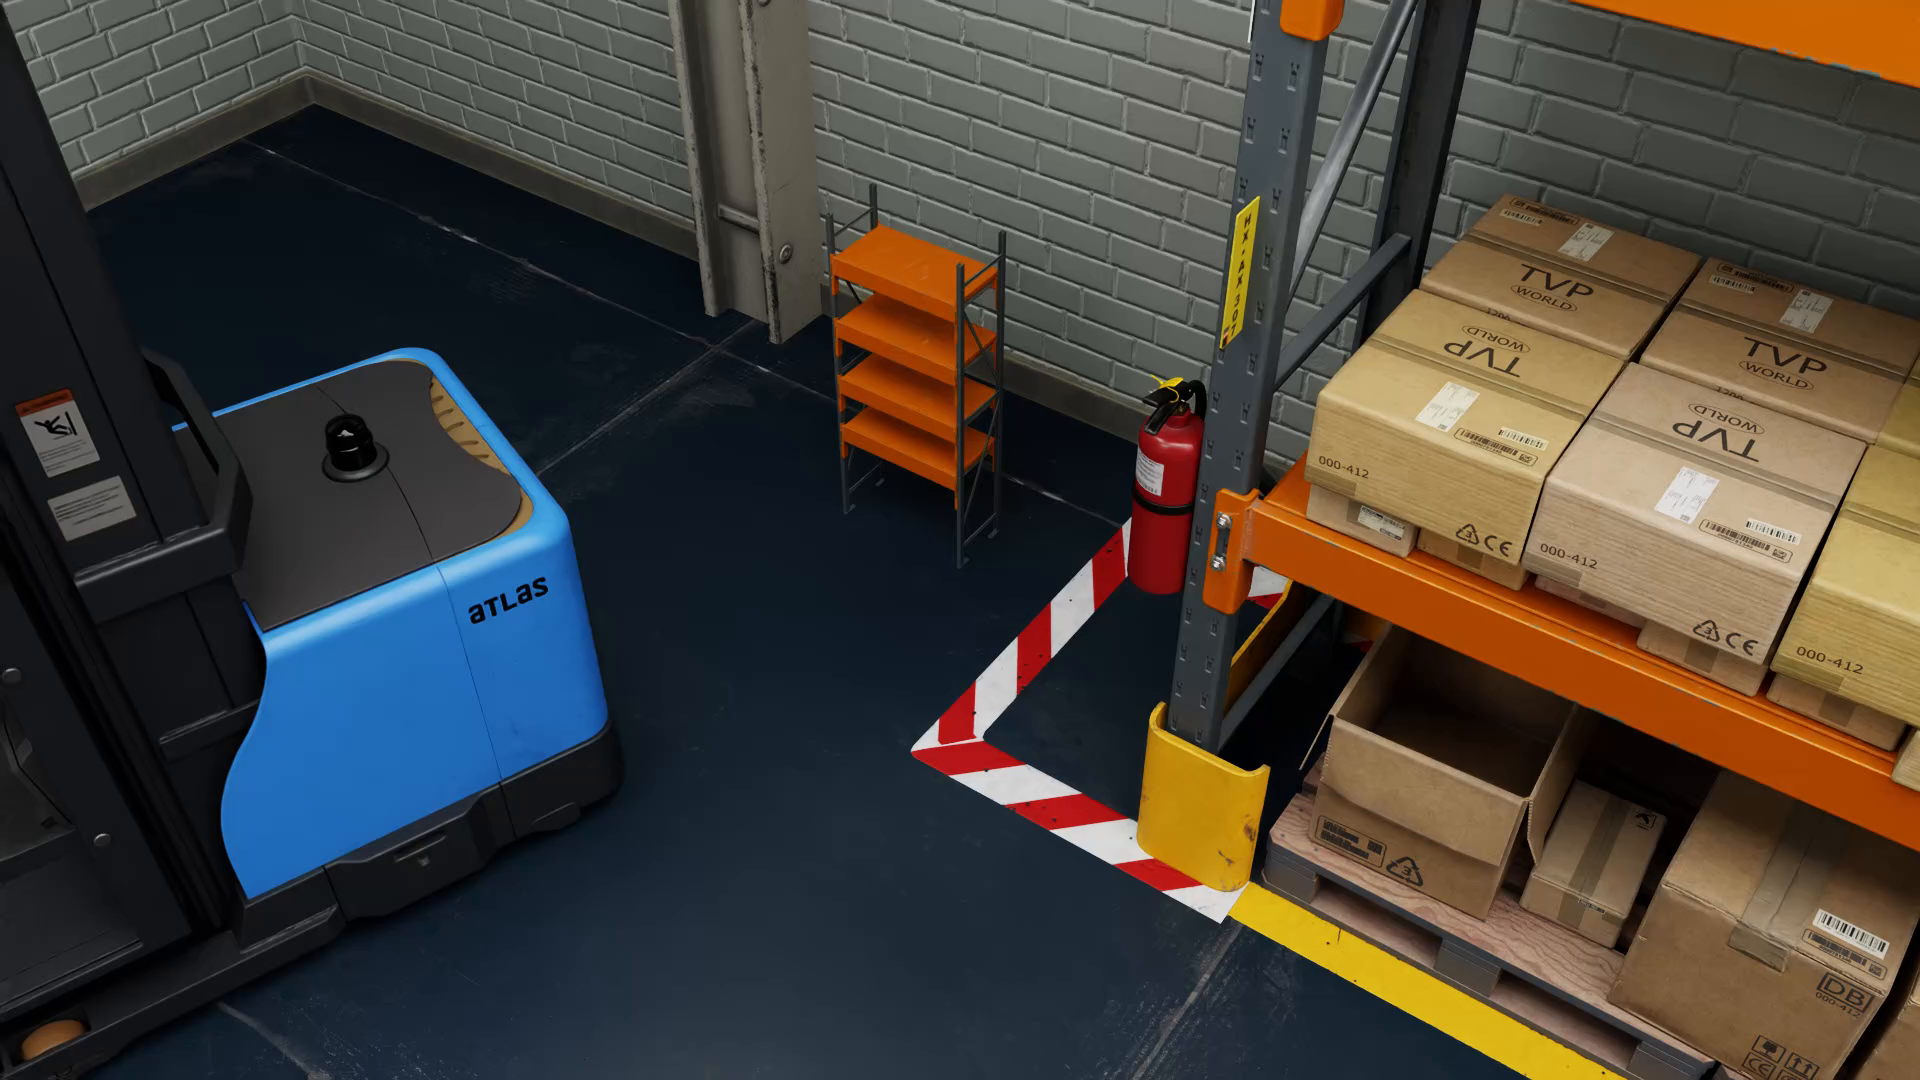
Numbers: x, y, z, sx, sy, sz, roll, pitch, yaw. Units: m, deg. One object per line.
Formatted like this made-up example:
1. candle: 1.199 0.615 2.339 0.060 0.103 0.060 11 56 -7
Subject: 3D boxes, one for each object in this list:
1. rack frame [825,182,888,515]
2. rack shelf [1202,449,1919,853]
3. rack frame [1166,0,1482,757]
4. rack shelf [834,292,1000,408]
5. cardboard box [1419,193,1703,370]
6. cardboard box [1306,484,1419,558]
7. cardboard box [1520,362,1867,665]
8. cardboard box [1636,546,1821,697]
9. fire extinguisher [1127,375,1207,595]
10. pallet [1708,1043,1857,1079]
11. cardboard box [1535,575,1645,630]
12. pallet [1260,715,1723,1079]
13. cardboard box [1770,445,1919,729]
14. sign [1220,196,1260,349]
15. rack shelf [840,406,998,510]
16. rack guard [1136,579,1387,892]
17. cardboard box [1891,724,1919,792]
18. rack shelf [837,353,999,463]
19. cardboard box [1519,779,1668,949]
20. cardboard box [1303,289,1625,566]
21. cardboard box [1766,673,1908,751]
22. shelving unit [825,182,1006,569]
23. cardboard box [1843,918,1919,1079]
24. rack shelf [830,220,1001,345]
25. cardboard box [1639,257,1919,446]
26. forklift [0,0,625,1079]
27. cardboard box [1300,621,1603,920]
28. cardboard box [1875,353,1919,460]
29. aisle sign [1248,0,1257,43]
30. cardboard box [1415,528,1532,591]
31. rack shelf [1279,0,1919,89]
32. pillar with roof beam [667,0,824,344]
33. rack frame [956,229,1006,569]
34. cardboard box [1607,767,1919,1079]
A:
1. rack frame: -0.335 -0.604 5.525 0.015 1.200 0.240 25 48 25
2. rack shelf: 2.534 0.505 3.476 4.000 0.370 1.077 25 48 25
3. rack frame: 0.896 -0.529 4.092 0.127 3.000 1.000 25 48 25
4. rack shelf: -0.136 -0.627 5.316 0.480 0.148 0.258 25 48 25
5. cardboard box: 1.425 -0.553 4.008 0.500 0.250 0.500 26 48 26
6. cardboard box: 1.008 -0.160 3.868 0.250 0.149 0.380 25 47 25
7. cardboard box: 1.526 -0.070 3.469 0.500 0.250 0.500 26 48 26
8. cardboard box: 1.650 0.124 3.550 0.250 0.149 0.380 27 48 27
9. fire extinguisher: 0.510 -0.165 4.023 0.183 0.674 0.296 25 48 25
10. pallet: 2.606 1.311 4.126 1.213 0.211 1.003 25 48 25
11. cardboard box: 1.478 -0.006 3.696 0.250 0.149 0.380 24 47 25
12. pallet: 1.612 0.844 4.649 1.213 0.211 1.003 25 48 25
13. cardboard box: 1.943 0.122 3.254 0.500 0.250 0.500 24 47 25
14. sign: 0.585 -0.556 3.472 0.005 0.325 0.100 25 48 25
15. rack shelf: -0.136 -0.312 5.598 0.480 0.148 0.258 25 48 25
16. rack guard: 0.958 0.431 4.893 0.348 0.500 1.175 25 48 25
17. cardboard box: 2.034 0.360 3.286 0.250 0.149 0.380 24 47 24
18. rack shelf: -0.136 -0.460 5.466 0.480 0.148 0.258 25 48 25
19. cardboard box: 1.668 0.847 4.377 0.250 0.149 0.380 23 47 24
20. cardboard box: 1.113 -0.263 3.684 0.500 0.250 0.500 25 48 26
21. cardboard box: 1.870 0.223 3.440 0.250 0.149 0.380 26 48 26
22. shelving unit: -0.136 -0.510 5.421 0.503 1.200 0.258 25 48 25
23. cardboard box: 2.396 1.137 3.789 0.500 0.500 0.500 26 48 26
24. rack shelf: -0.136 -0.803 5.159 0.480 0.148 0.258 25 48 25
25. cardboard box: 1.847 -0.355 3.786 0.500 0.250 0.500 25 48 25
26. forklift: -2.485 -0.046 3.603 3.031 2.935 1.130 -25 47 -25
27. cardboard box: 1.343 0.531 4.465 0.637 0.503 0.797 23 47 24
28. cardboard box: 2.249 -0.163 3.572 0.500 0.250 0.500 27 48 27
29. aisle sign: 0.672 -1.364 3.075 0.004 0.787 0.394 25 48 25
30. cardboard box: 1.243 -0.088 3.787 0.250 0.149 0.380 26 48 26
31. rack shelf: 2.534 -0.613 2.476 4.000 0.370 1.077 25 48 25
32. pillar with roof beam: -3.266 -1.939 1.169 0.400 9.000 9.100 25 48 25
33. rack frame: 0.064 -0.417 5.316 0.015 1.200 0.240 25 48 25
34. cardboard box: 2.020 0.880 4.076 0.500 0.500 0.700 27 48 27
